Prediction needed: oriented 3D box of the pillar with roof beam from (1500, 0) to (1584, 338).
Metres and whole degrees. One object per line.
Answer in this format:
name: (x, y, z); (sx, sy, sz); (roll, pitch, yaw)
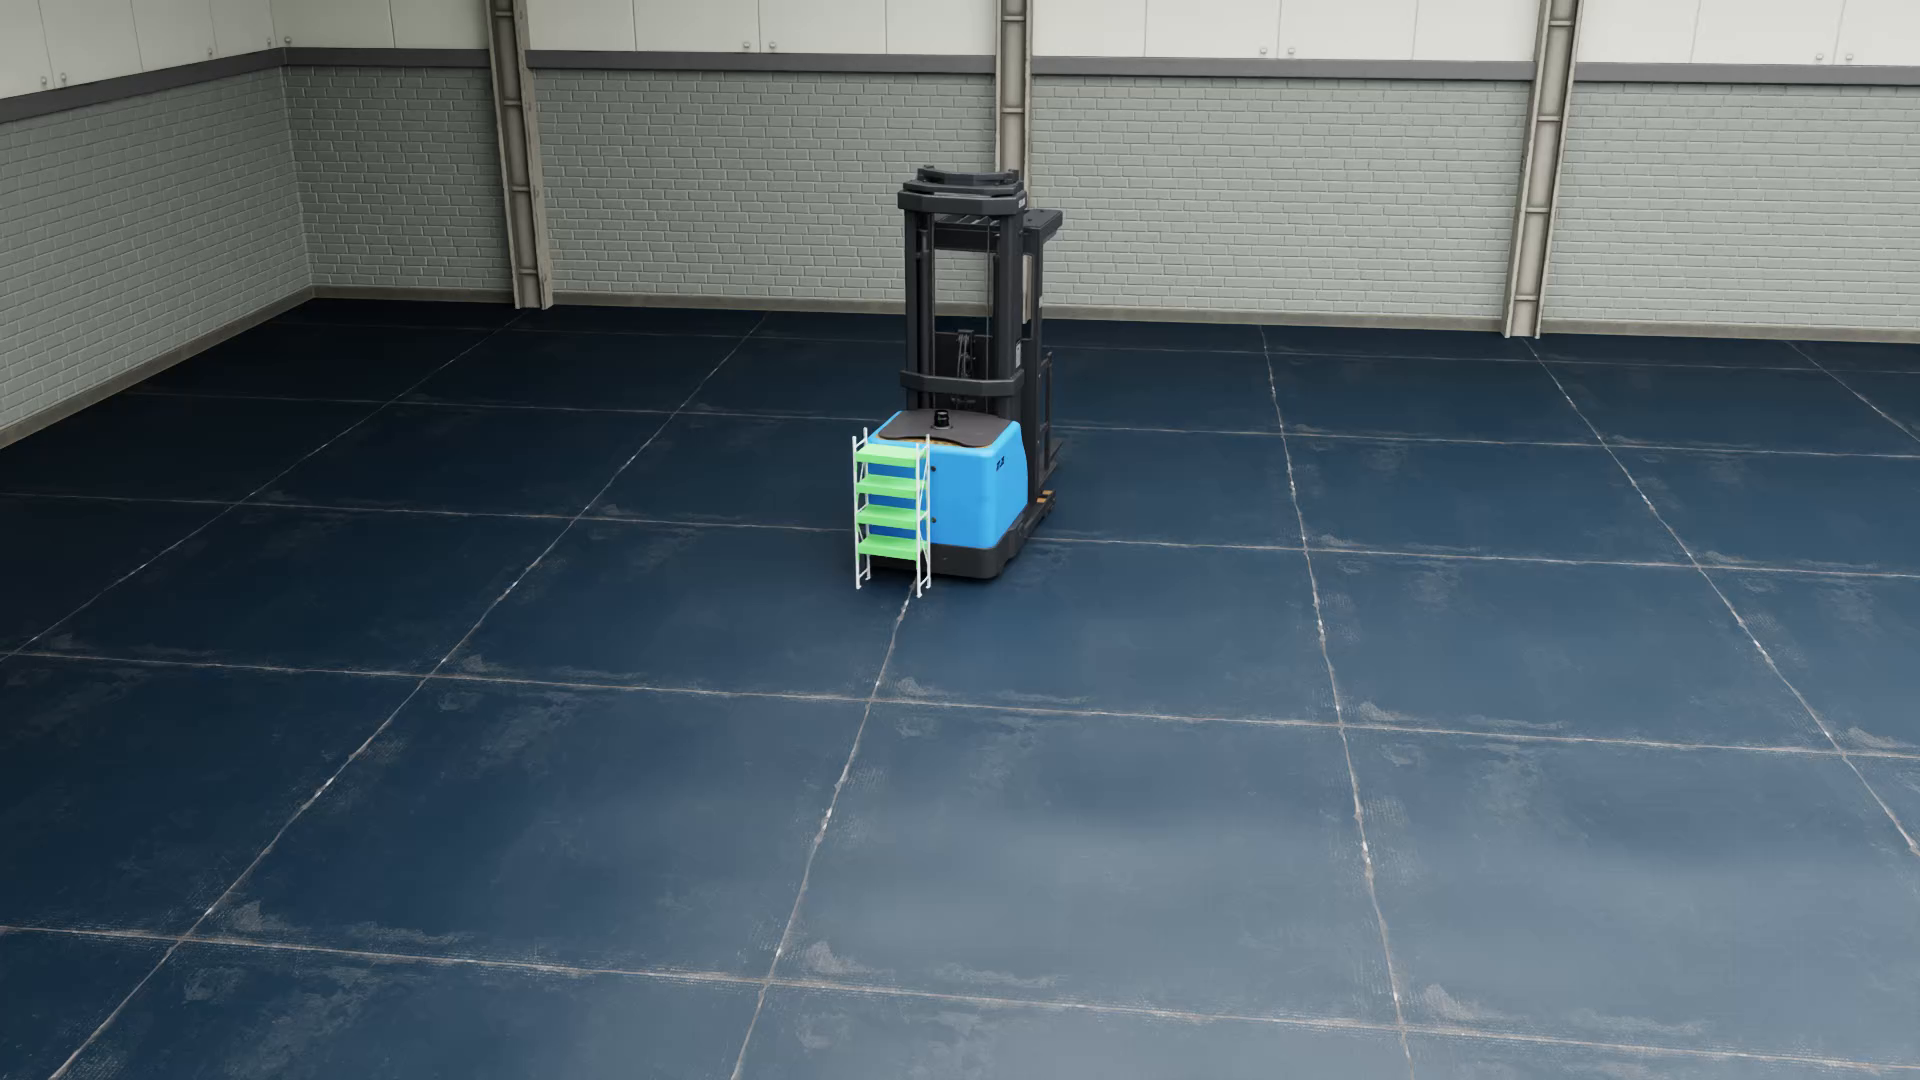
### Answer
pillar with roof beam: (6.073, -5.028, 13.919); (0.400, 9.000, 9.100); (2, 22, 6)

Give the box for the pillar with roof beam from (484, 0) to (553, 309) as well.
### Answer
pillar with roof beam: (-5.843, -5.547, 15.232); (0.400, 9.000, 9.100); (2, 22, 6)

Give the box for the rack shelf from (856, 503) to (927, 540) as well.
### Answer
rack shelf: (-0.502, -0.142, 12.339); (0.480, 0.148, 0.258); (7, 23, 17)

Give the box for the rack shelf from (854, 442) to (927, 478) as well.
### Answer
rack shelf: (-0.501, -0.588, 12.164); (0.480, 0.148, 0.258); (7, 23, 17)

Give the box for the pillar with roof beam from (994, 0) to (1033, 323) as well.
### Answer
pillar with roof beam: (0.115, -5.288, 14.575); (0.400, 9.000, 9.100); (2, 22, 6)

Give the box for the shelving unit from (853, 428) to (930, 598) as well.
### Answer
shelving unit: (-0.502, -0.201, 12.316); (0.503, 1.200, 0.258); (7, 23, 17)

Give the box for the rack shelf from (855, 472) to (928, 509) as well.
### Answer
rack shelf: (-0.502, -0.365, 12.251); (0.480, 0.148, 0.258); (7, 23, 17)

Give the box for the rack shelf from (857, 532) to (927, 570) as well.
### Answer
rack shelf: (-0.502, 0.082, 12.427); (0.480, 0.148, 0.258); (7, 23, 17)

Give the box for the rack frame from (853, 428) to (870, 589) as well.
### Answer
rack frame: (-0.733, -0.230, 12.389); (0.015, 1.200, 0.240); (7, 23, 17)

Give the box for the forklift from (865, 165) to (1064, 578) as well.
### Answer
forklift: (0.182, -1.585, 13.462); (1.130, 2.935, 3.031); (6, 22, 16)

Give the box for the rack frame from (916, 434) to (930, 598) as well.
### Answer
rack frame: (-0.270, -0.172, 12.243); (0.015, 1.200, 0.240); (7, 23, 17)
